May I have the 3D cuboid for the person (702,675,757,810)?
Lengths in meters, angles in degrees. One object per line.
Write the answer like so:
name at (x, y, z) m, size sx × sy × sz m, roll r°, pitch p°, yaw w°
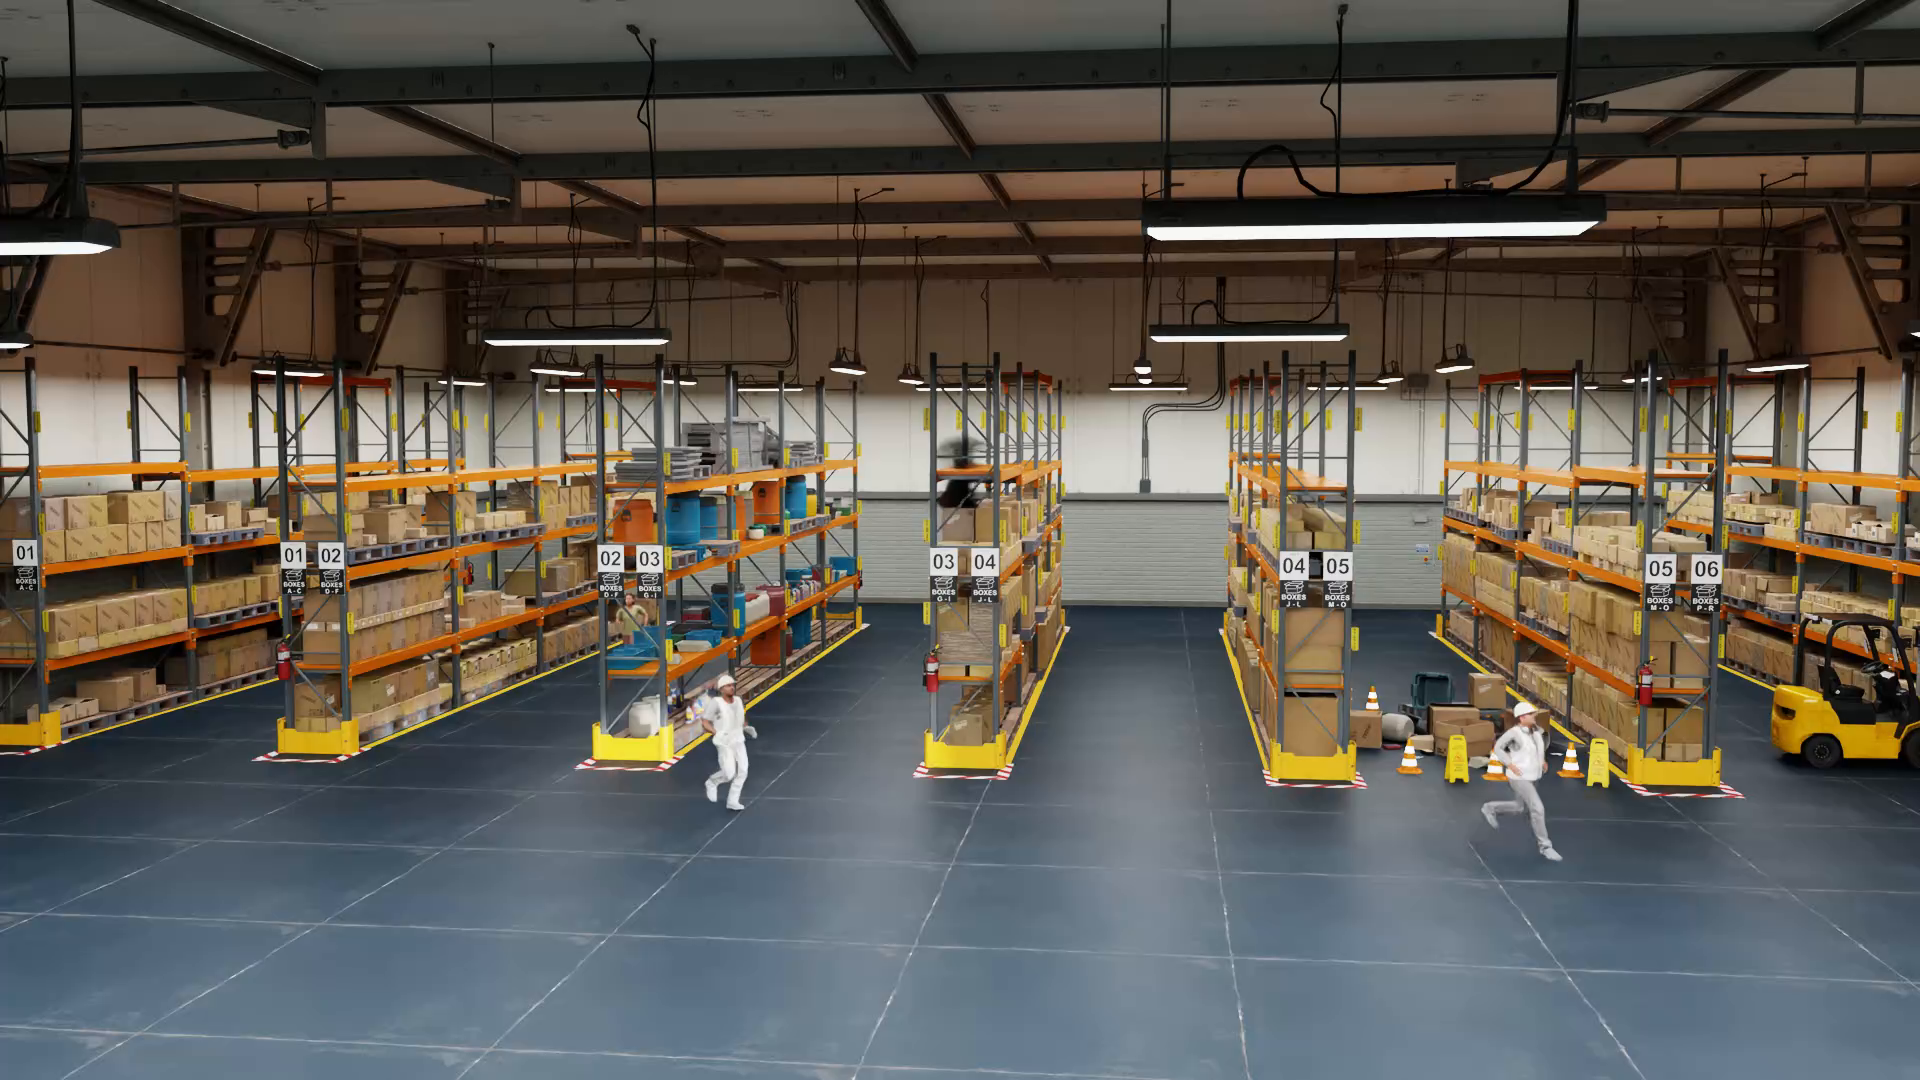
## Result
person at (-3.002, 2.614, 21.512) m, size 0.624 × 1.731 × 0.680 m, roll 4°, pitch 5°, yaw 42°

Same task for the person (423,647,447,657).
person at (-10.572, 1.772, 33.338) m, size 0.719 × 1.744 × 0.897 m, roll 0°, pitch 4°, yaw 6°

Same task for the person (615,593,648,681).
person at (-6.414, 1.888, 32.430) m, size 0.594 × 1.743 × 0.729 m, roll 0°, pitch 4°, yaw 2°

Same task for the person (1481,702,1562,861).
person at (6.573, 2.768, 19.424) m, size 0.629 × 1.770 × 1.103 m, roll -4°, pitch 6°, yaw -43°
